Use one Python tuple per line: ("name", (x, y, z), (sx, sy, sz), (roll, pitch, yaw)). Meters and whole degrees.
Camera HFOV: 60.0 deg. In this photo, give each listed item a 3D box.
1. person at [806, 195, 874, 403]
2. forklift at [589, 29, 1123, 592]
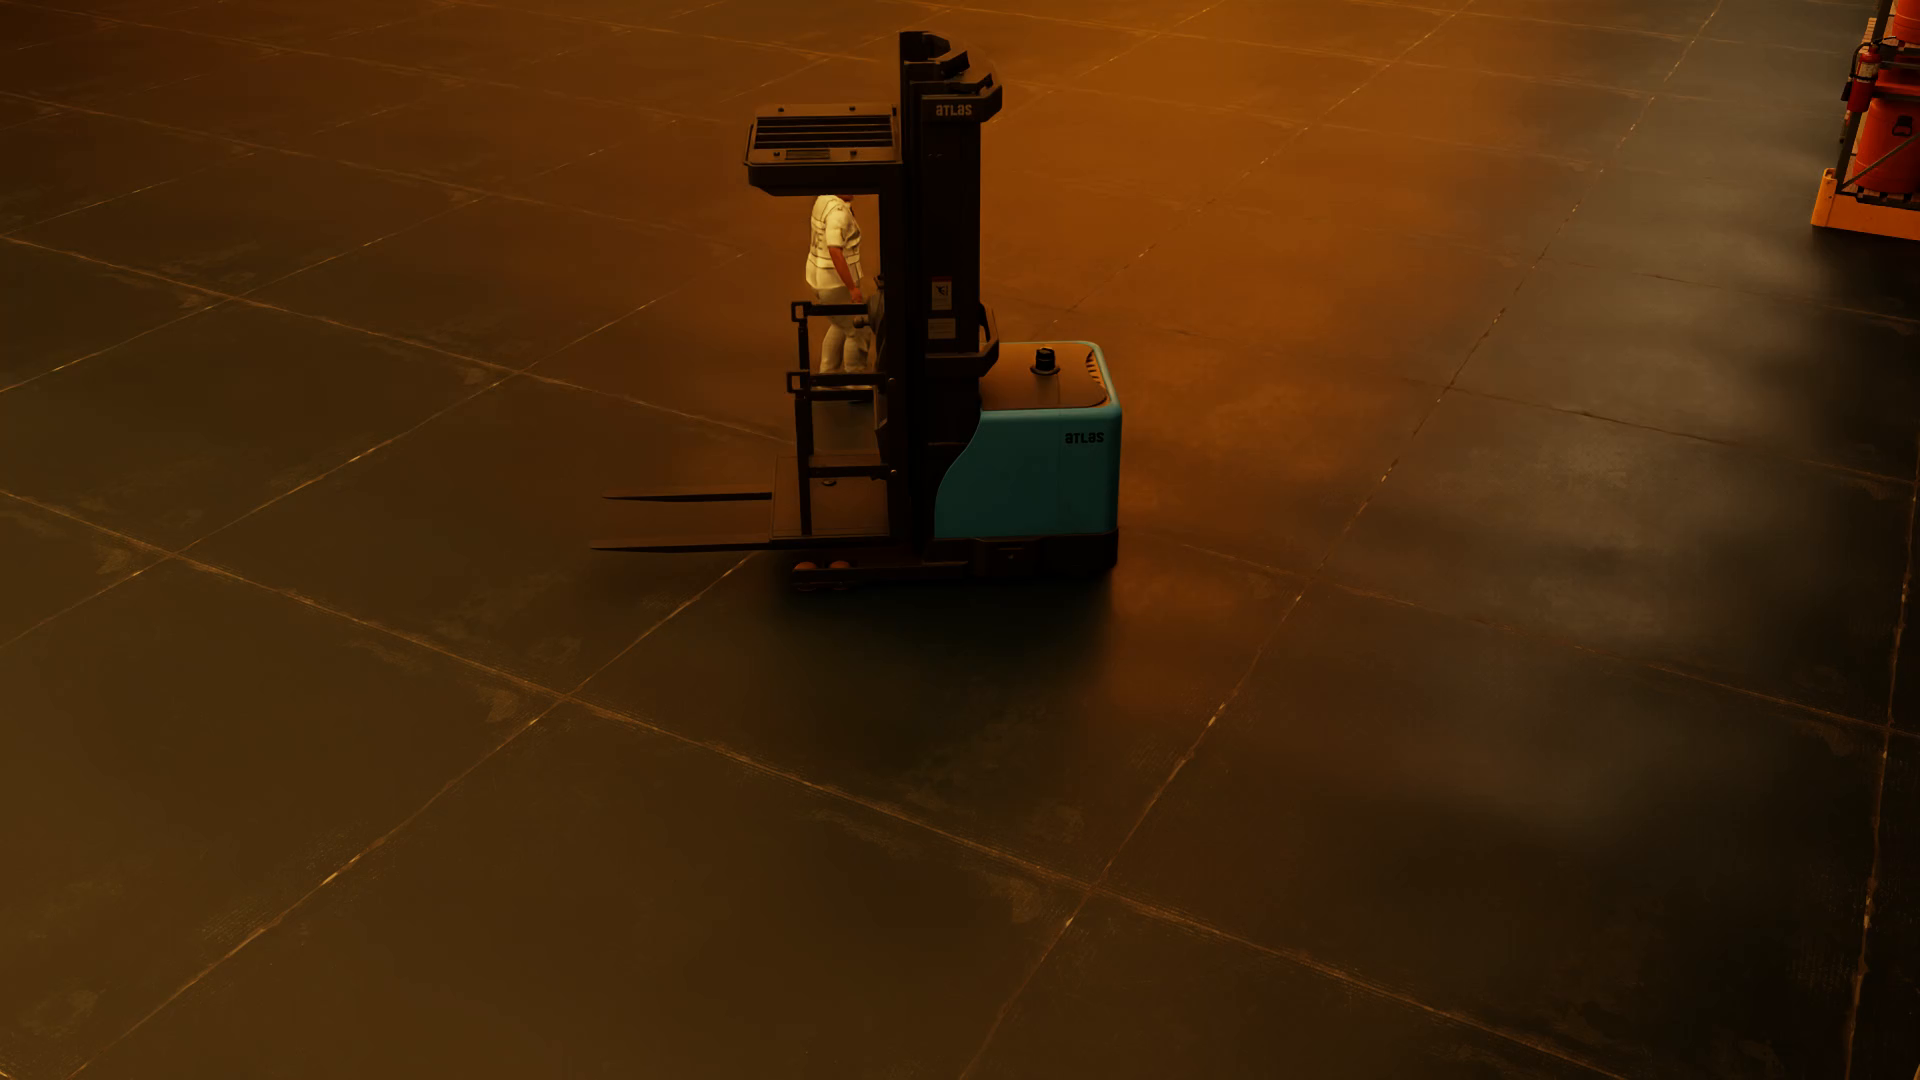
("person", (-0.802, -1.776, 11.426), (0.477, 1.657, 0.638), (-12, 32, -19))
("forklift", (-0.629, -1.249, 9.235), (3.031, 2.935, 1.130), (-2, 30, -3))
